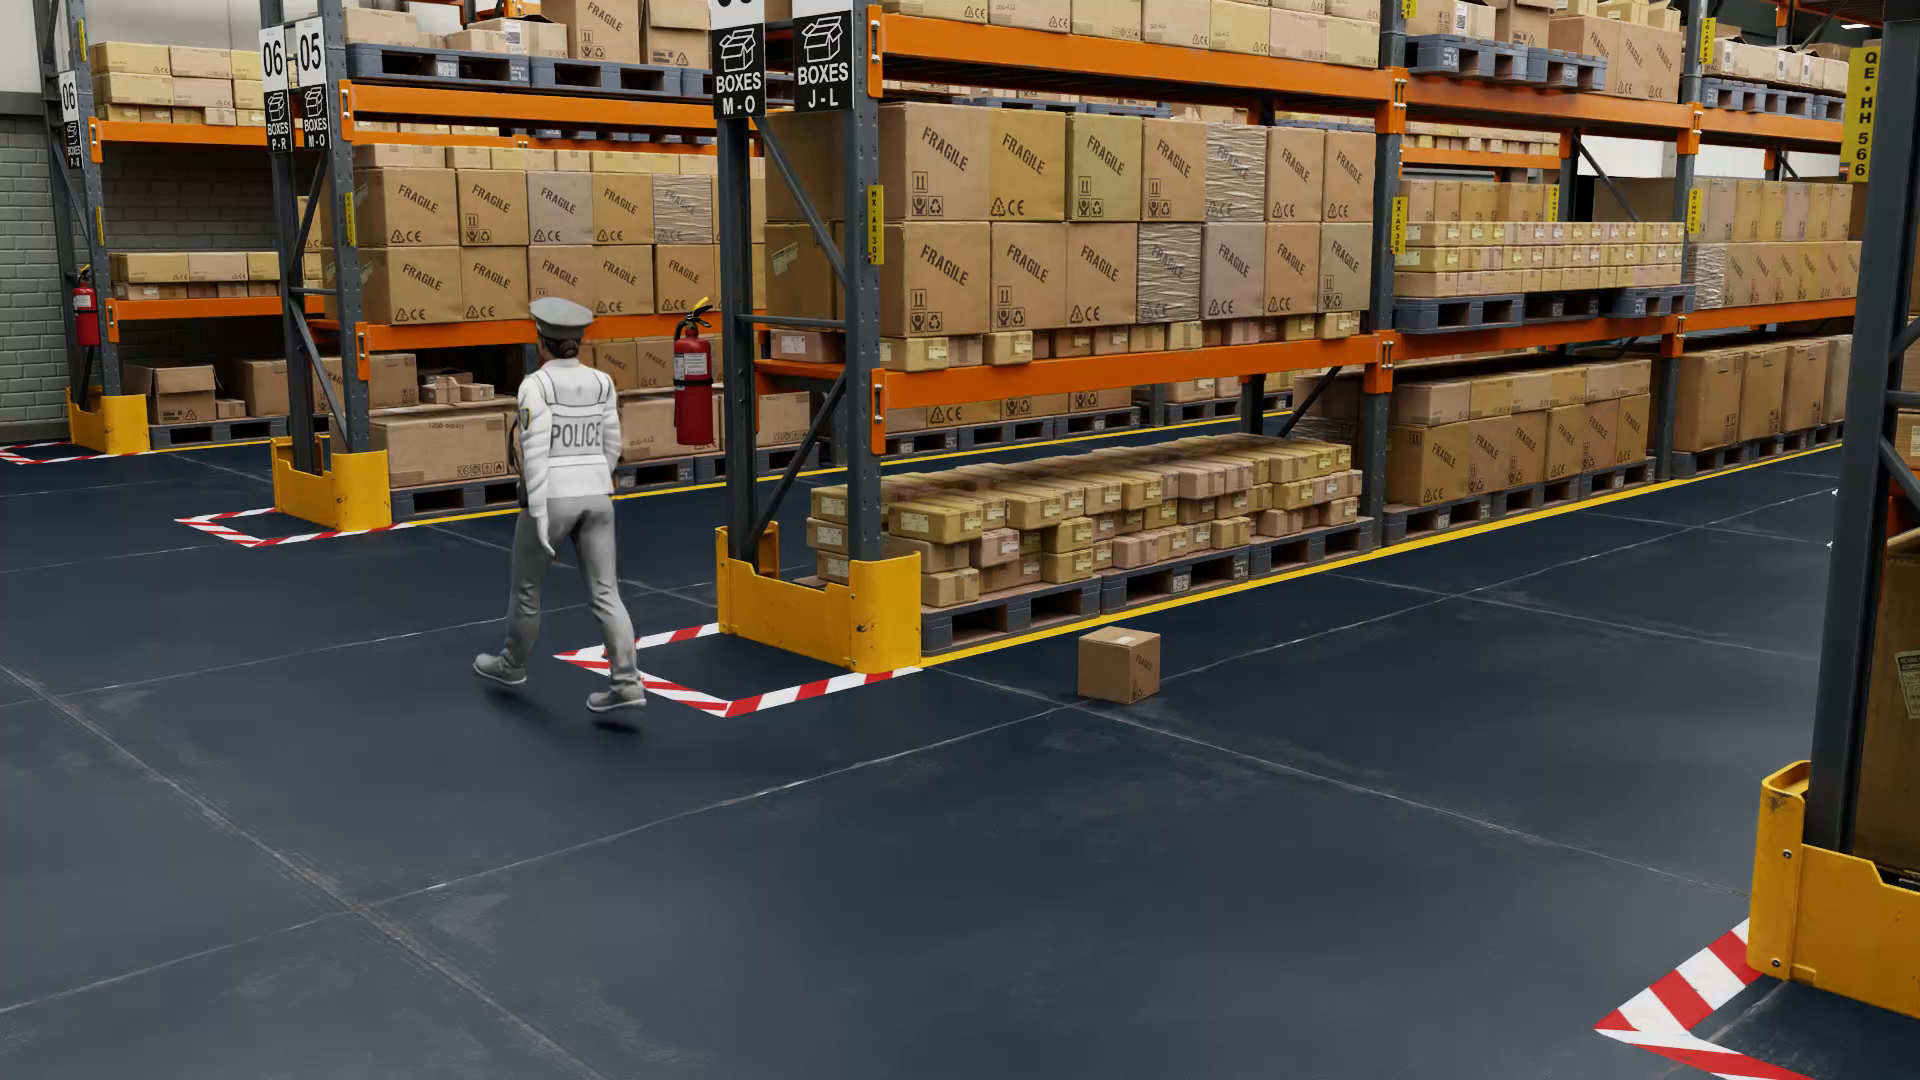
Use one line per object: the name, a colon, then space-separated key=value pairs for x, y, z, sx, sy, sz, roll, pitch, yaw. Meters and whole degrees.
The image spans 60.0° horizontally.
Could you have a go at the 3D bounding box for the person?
person: x=-1.574 y=-0.165 z=6.695 sx=0.489 sy=1.616 sz=1.040 roll=-9 pitch=14 yaw=-39
